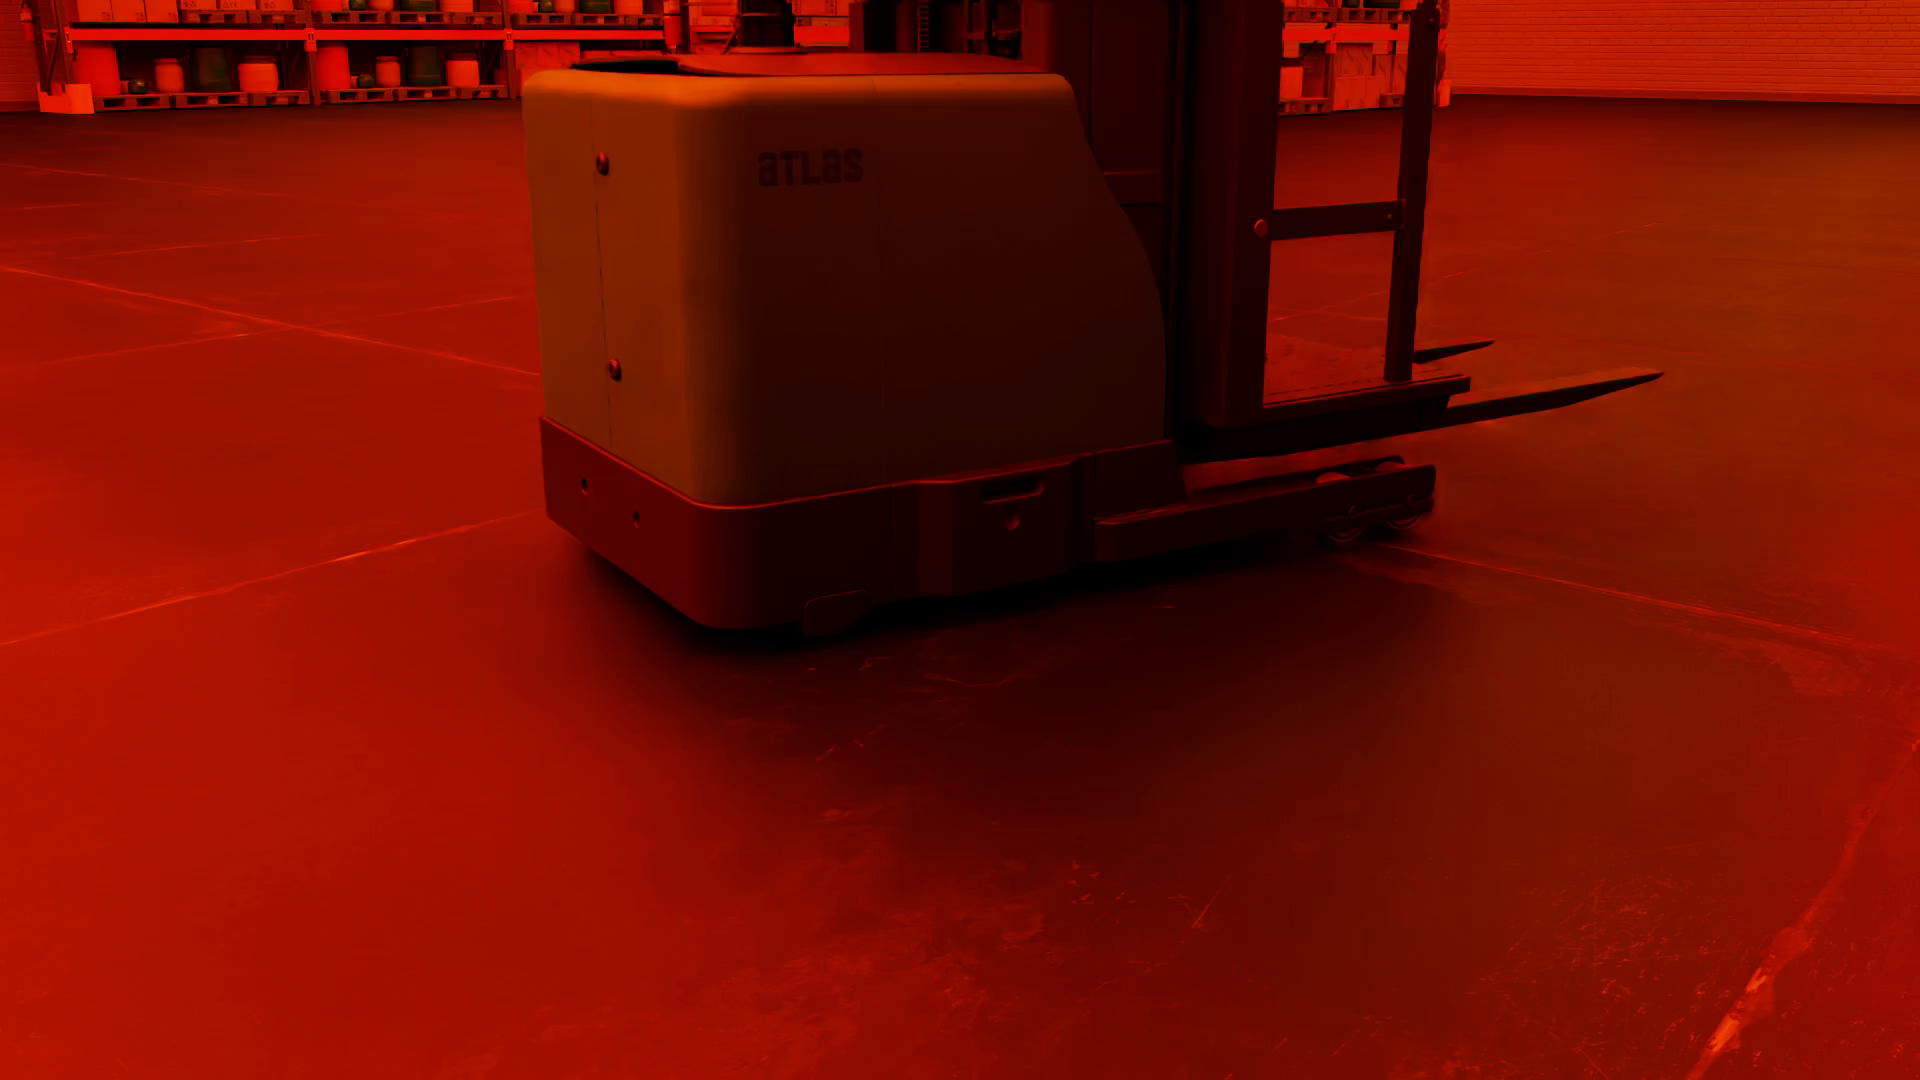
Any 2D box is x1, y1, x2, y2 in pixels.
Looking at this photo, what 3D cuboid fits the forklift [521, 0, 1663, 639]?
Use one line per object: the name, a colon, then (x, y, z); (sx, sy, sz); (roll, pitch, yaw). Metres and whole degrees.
forklift: (0.550, -1.515, 3.885); (3.031, 2.935, 1.130); (-10, 20, -31)
